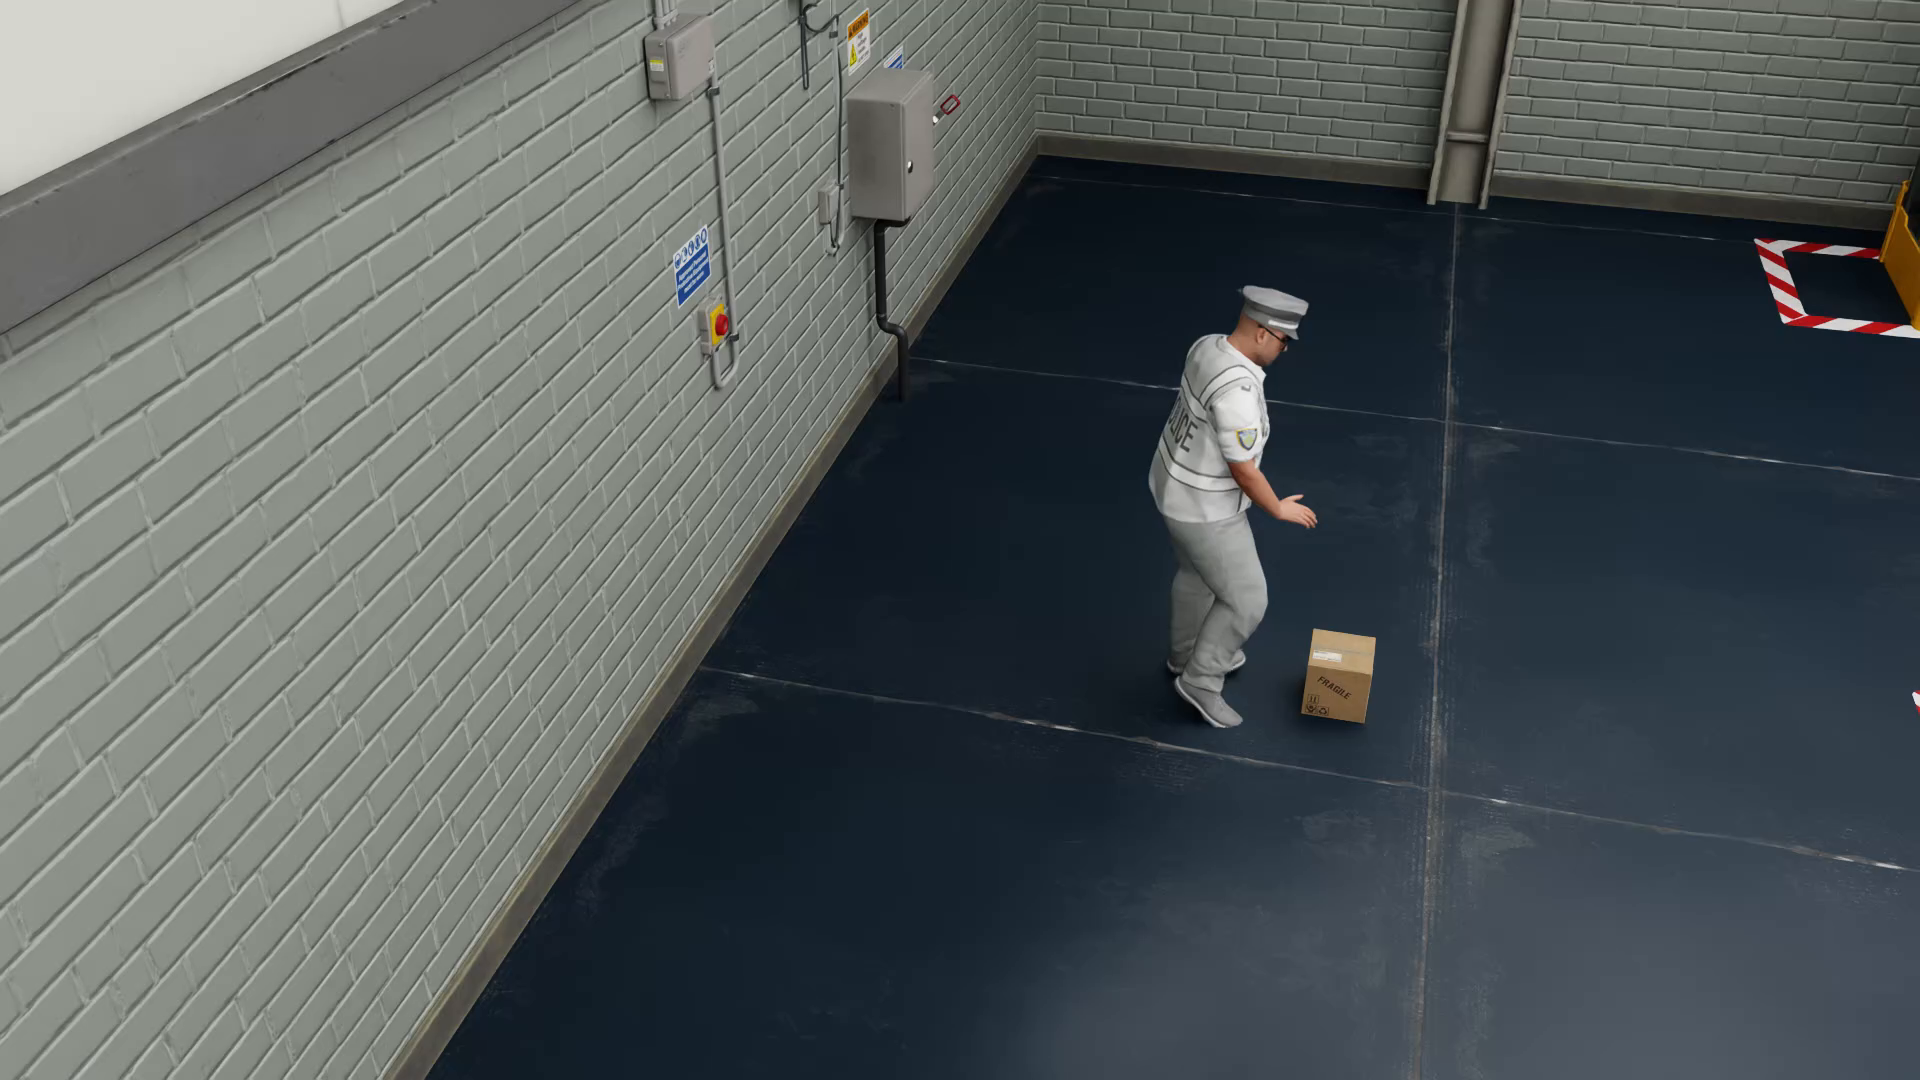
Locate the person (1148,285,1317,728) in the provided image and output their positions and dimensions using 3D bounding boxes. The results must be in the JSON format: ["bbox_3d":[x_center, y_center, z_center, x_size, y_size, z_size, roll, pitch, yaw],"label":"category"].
[{"bbox_3d":[1.027,-0.116,6.358,0.597,1.787,0.551,-2,33,-4],"label":"person"}]
